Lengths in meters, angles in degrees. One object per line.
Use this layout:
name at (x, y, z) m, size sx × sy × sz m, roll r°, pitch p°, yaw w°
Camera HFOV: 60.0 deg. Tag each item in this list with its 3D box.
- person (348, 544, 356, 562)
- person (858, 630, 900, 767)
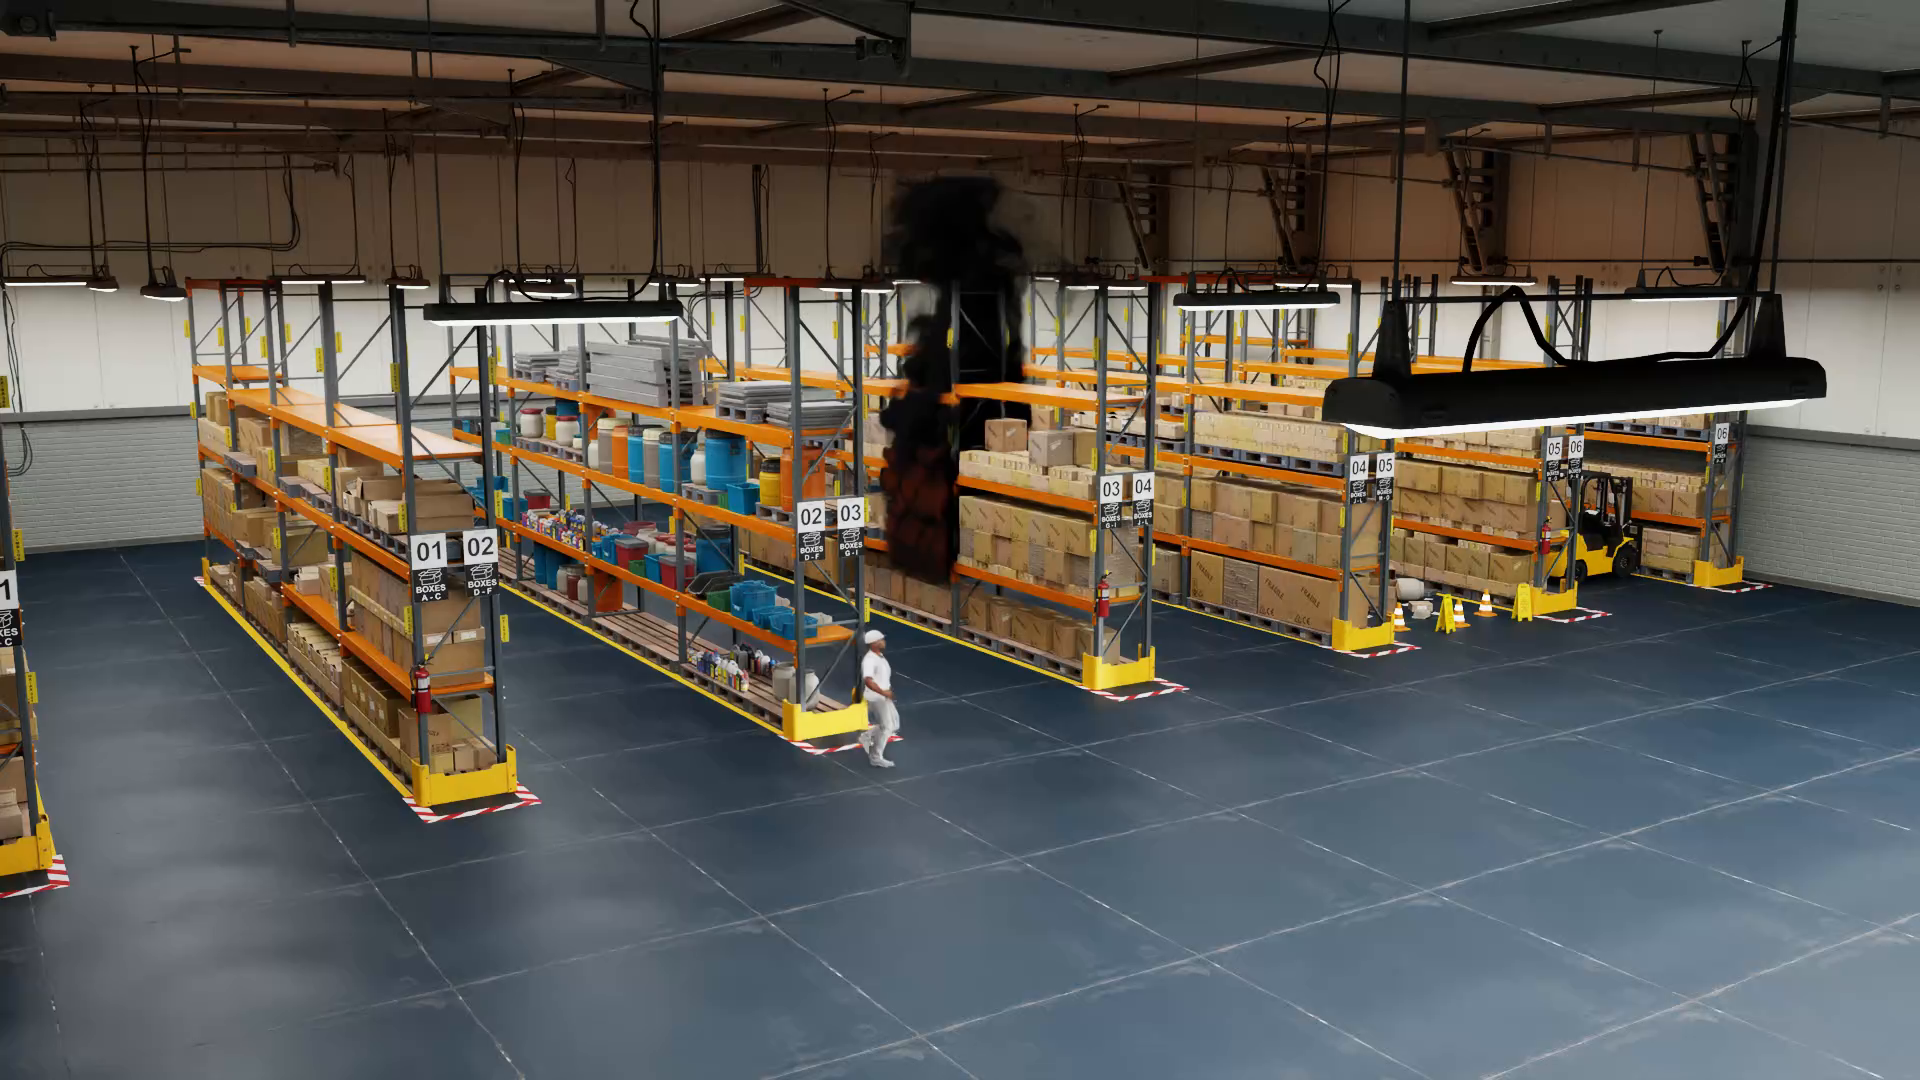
person at (-12.300, -0.071, 33.223) m, size 0.676 × 1.753 × 0.732 m, roll -9°, pitch 13°, yaw -43°
person at (-1.035, 1.993, 21.046) m, size 0.535 × 1.735 × 0.763 m, roll 1°, pitch 10°, yaw 6°
